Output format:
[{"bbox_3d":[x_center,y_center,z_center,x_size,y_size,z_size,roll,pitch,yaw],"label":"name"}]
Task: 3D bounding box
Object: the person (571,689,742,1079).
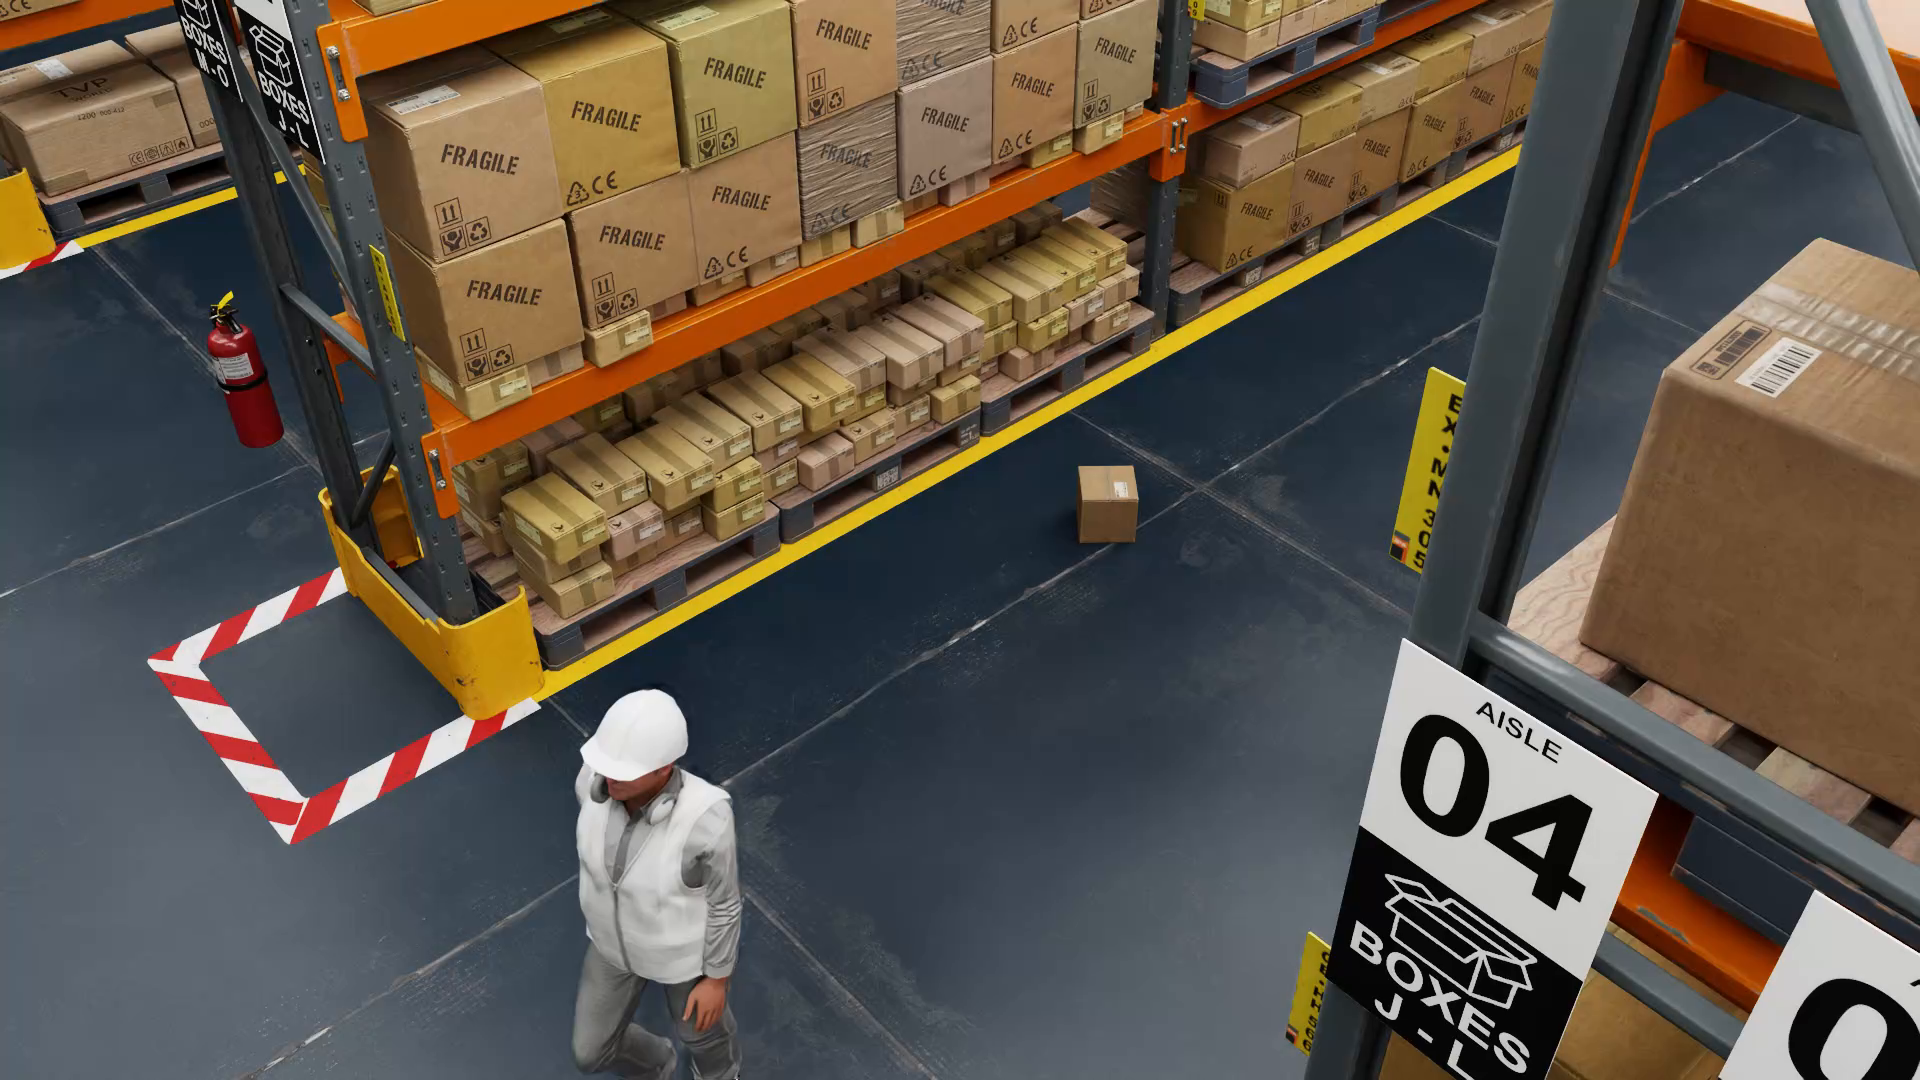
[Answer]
[{"bbox_3d":[-0.871,1.162,4.723,0.528,1.810,0.483,15,42,18],"label":"person"}]
